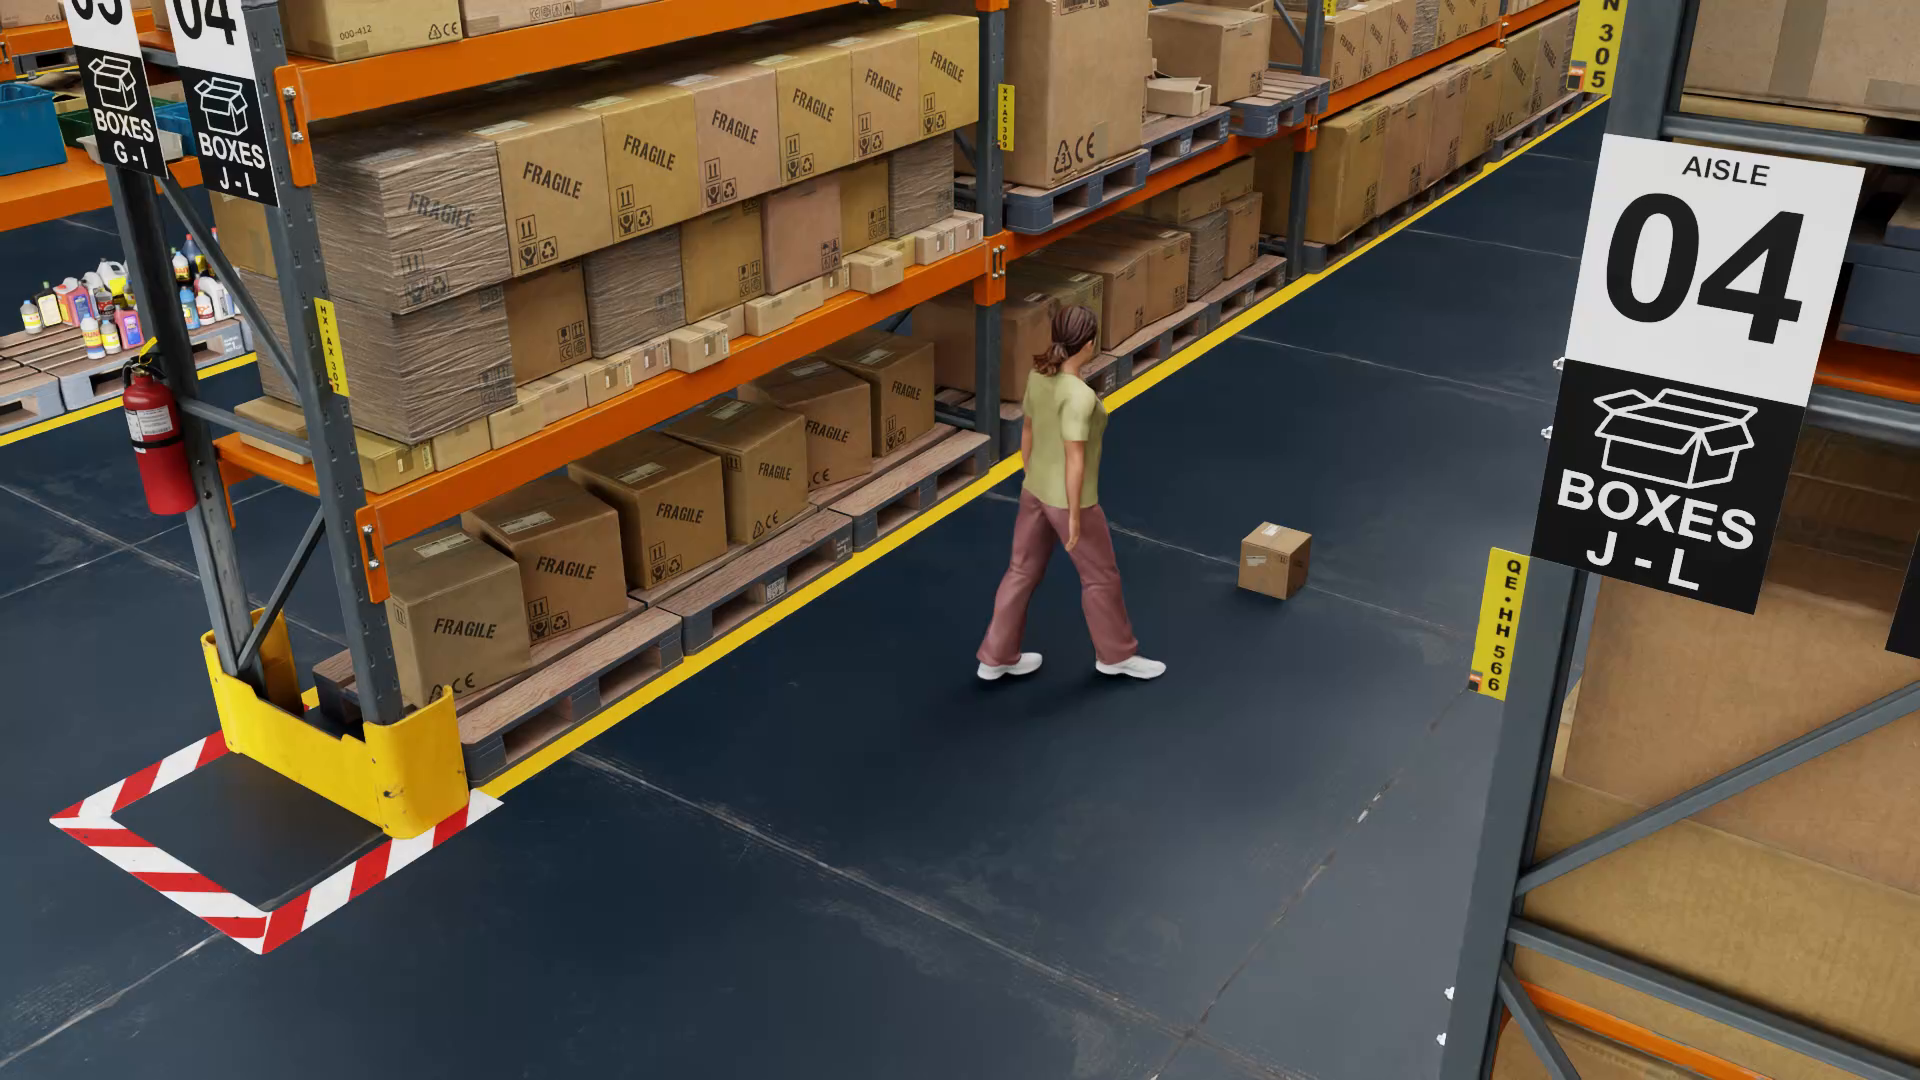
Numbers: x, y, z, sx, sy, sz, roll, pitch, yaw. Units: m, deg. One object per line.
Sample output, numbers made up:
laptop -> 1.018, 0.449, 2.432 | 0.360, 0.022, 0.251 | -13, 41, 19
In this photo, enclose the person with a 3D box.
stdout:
person -> 0.447, -0.170, 6.949 | 0.765, 1.661, 0.545 | -15, 30, -26
